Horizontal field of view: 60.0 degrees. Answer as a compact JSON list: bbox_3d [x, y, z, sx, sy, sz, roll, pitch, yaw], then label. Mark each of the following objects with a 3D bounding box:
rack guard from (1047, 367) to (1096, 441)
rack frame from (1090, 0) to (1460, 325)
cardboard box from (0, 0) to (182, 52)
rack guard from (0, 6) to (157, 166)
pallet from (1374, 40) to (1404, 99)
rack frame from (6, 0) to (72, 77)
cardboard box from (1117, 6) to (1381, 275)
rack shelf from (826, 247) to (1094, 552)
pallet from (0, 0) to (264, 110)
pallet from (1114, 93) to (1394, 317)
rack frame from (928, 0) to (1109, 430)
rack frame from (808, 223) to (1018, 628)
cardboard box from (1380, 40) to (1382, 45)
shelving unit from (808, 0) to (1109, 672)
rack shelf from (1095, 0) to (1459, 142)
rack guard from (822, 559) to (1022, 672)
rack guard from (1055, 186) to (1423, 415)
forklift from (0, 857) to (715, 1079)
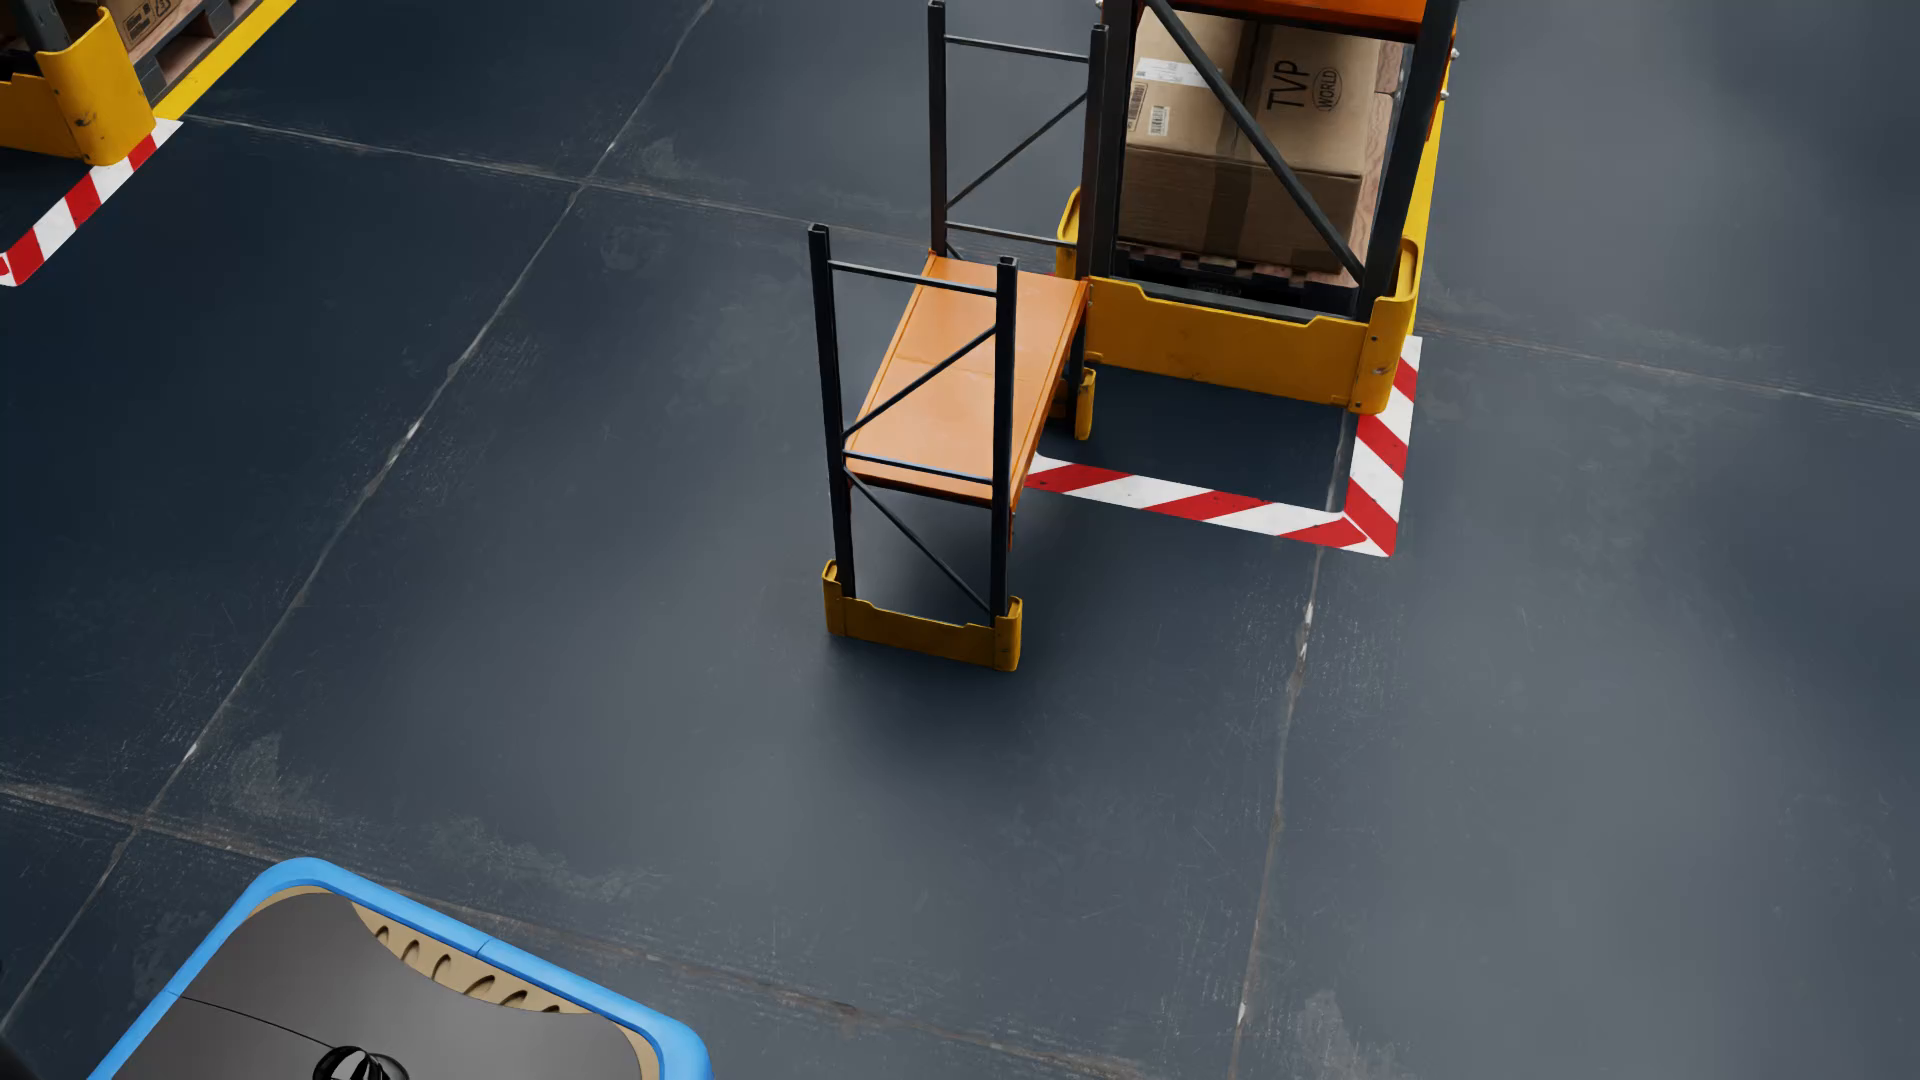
[{"bbox_3d":[0.151,-0.498,5.523,0.587,0.250,0.087,12,50,10],"label":"rack guard"},{"bbox_3d":[0.922,-1.660,4.715,1.000,3.000,0.127,12,50,10],"label":"rack frame"},{"bbox_3d":[-3.615,-2.374,6.729,0.797,0.503,0.637,10,49,9],"label":"cardboard box"},{"bbox_3d":[-3.848,-1.865,6.563,1.175,0.500,0.348,12,50,10],"label":"rack guard"},{"bbox_3d":[1.380,-2.211,7.061,1.003,0.211,1.213,12,50,10],"label":"pallet"},{"bbox_3d":[-3.868,-2.637,5.577,1.000,3.000,0.127,12,50,10],"label":"rack frame"},{"bbox_3d":[0.999,-1.449,5.957,0.875,0.438,0.875,10,49,9],"label":"cardboard box"},{"bbox_3d":[0.022,-0.439,4.877,0.538,0.185,1.000,12,50,10],"label":"rack shelf"},{"bbox_3d":[-3.639,-2.346,7.180,1.003,0.211,1.213,12,50,10],"label":"pallet"},{"bbox_3d":[1.057,-1.331,6.284,1.003,0.211,1.213,12,50,10],"label":"pallet"},{"bbox_3d":[0.156,-0.926,5.067,0.500,1.500,0.032,12,50,10],"label":"rack frame"},{"bbox_3d":[-0.111,-0.190,4.418,0.500,1.500,0.032,12,50,10],"label":"rack frame"},{"bbox_3d":[1.232,-2.112,6.542,0.875,0.438,0.875,13,50,11],"label":"cardboard box"},{"bbox_3d":[0.020,-0.551,4.736,0.587,1.500,1.083,12,50,10],"label":"shelving unit"},{"bbox_3d":[1.448,-2.869,6.261,1.077,0.370,4.000,12,50,10],"label":"rack shelf"},{"bbox_3d":[-0.111,0.222,4.887,0.587,0.250,0.087,12,50,10],"label":"rack guard"},{"bbox_3d":[0.915,-0.816,5.637,1.175,0.500,0.348,12,50,10],"label":"rack guard"},{"bbox_3d":[-1.514,1.504,1.968,1.130,2.935,3.031,19,51,16],"label":"forklift"}]
